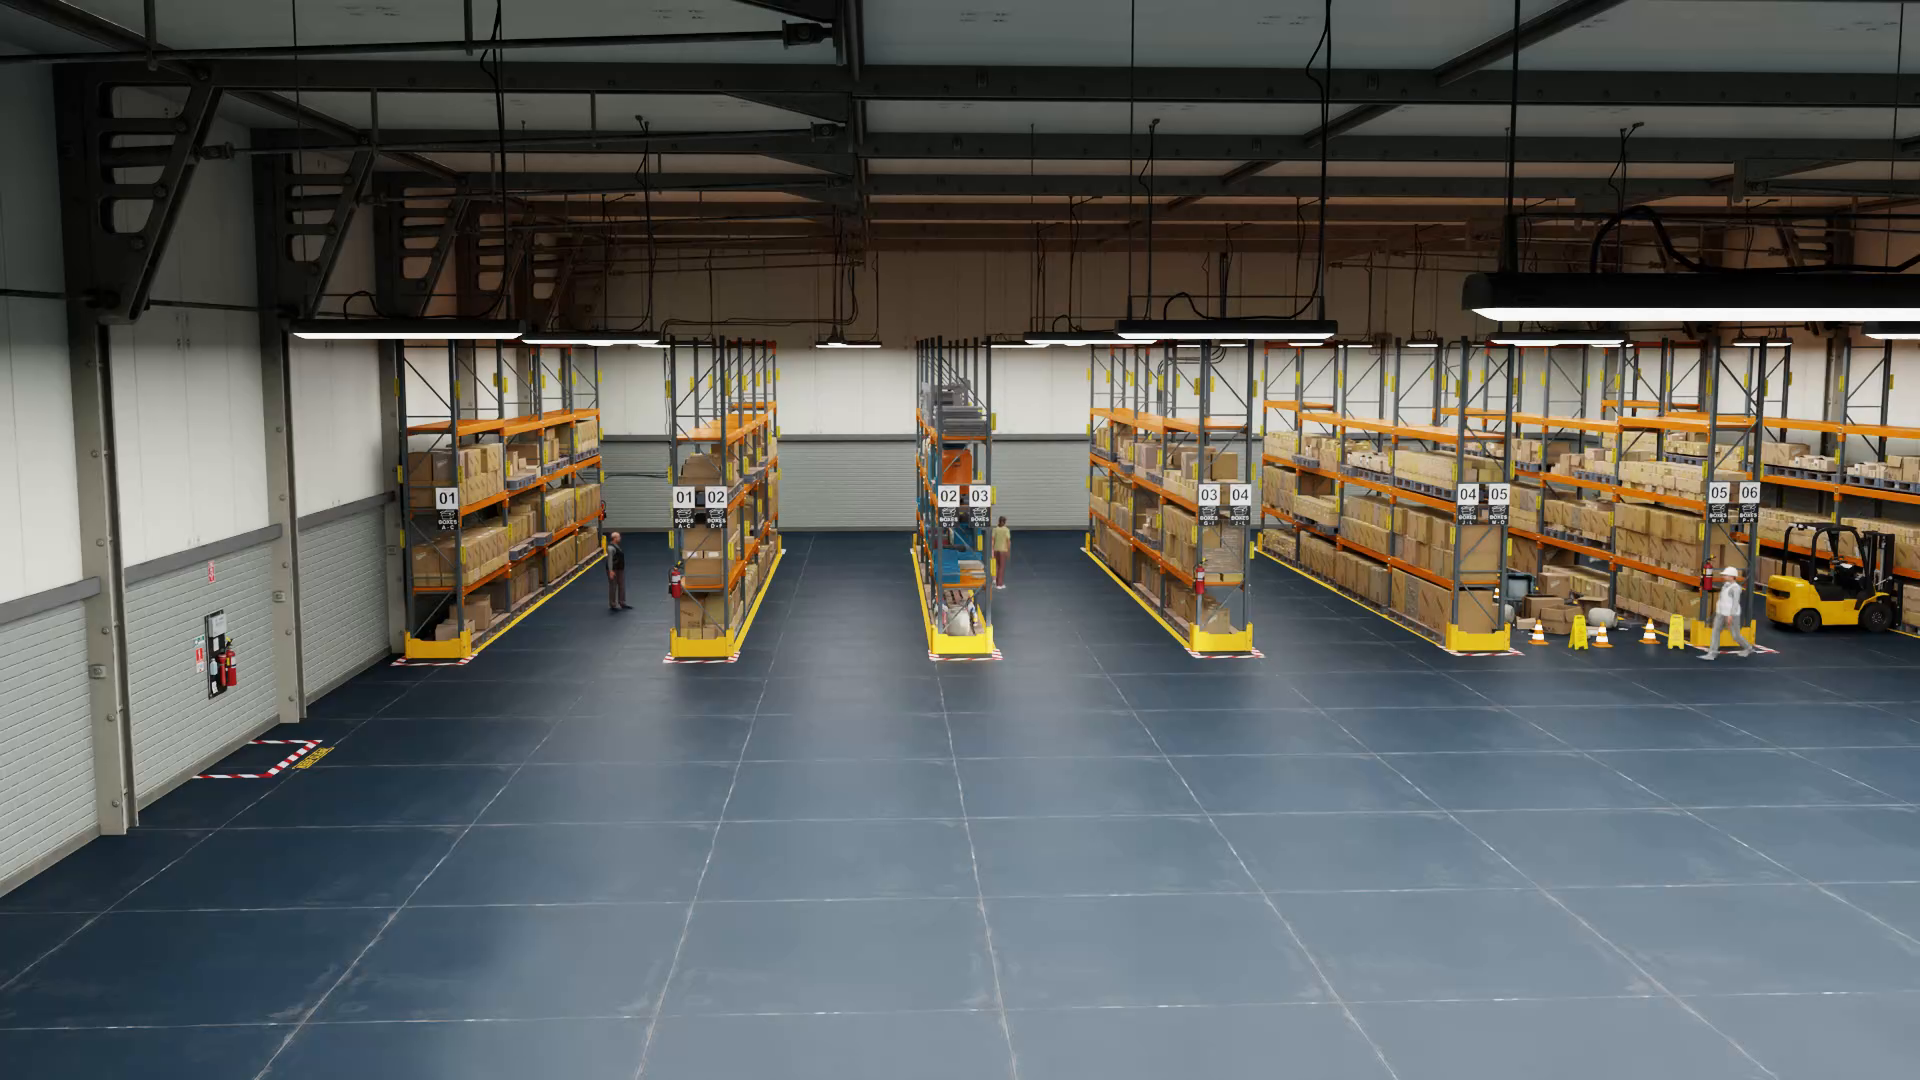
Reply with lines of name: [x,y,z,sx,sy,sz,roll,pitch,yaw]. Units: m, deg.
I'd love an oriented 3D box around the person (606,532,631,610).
person: [-7.628,0.687,36.892,0.426,1.726,0.588,3,7,28]

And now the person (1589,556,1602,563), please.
person: [17.206,-0.258,44.851,0.529,1.735,1.071,3,7,24]

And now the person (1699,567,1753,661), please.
person: [14.249,1.370,30.774,0.982,1.750,0.509,-3,7,-22]

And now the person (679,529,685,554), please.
person: [-7.809,-0.504,47.175,0.466,1.774,0.601,1,7,11]

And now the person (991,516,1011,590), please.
person: [0.951,0.311,37.864,0.425,1.701,0.419,5,8,40]
